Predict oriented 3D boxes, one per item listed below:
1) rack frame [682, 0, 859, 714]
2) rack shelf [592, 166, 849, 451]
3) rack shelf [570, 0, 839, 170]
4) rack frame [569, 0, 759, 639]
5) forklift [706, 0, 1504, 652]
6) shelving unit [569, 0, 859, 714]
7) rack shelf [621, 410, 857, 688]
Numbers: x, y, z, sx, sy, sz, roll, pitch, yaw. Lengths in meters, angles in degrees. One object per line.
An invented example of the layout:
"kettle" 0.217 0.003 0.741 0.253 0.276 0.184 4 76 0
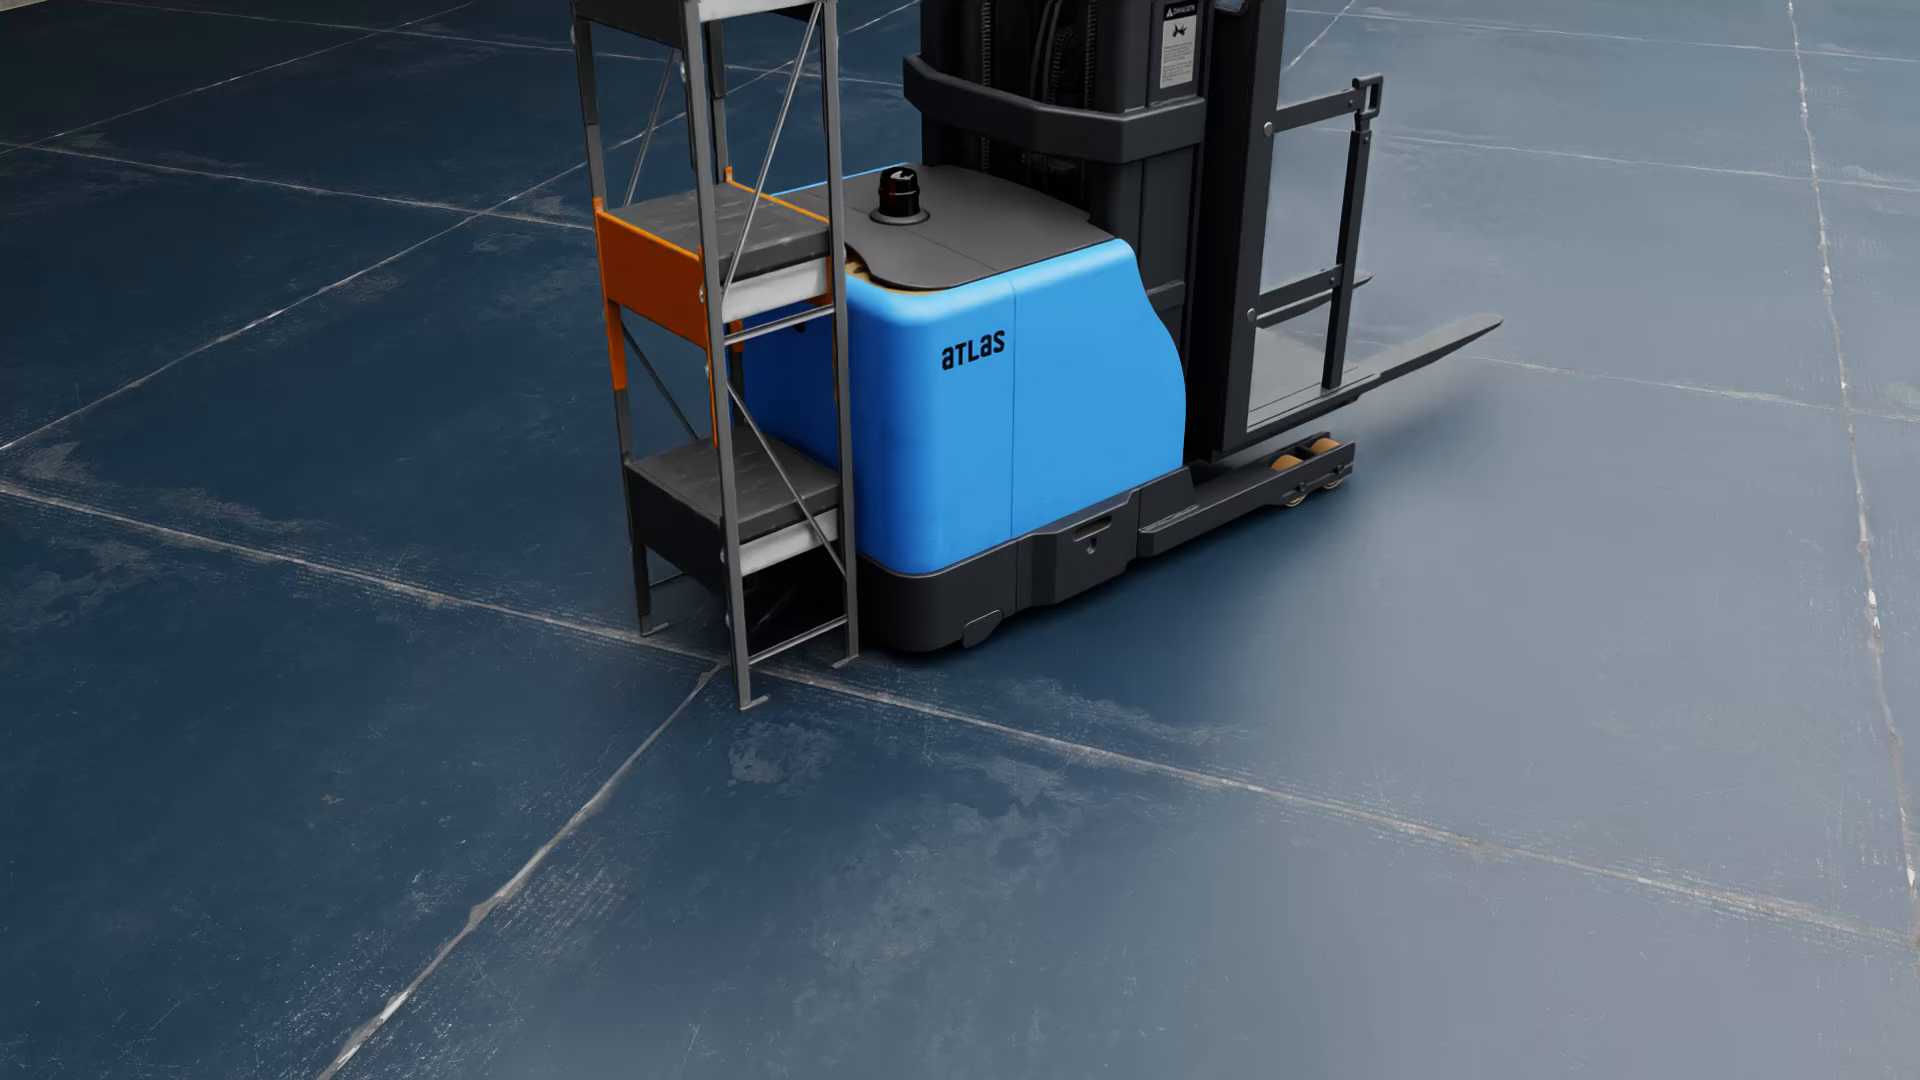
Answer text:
"rack frame" -0.437 -0.519 4.034 0.400 2.100 0.015 -23 37 -35
"rack shelf" -0.598 -0.597 4.200 0.431 0.518 0.480 -23 37 -35
"rack shelf" -0.598 -1.206 3.856 0.431 0.518 0.480 -23 37 -35
"rack frame" -0.759 -0.699 4.353 0.400 2.100 0.015 -23 37 -35
"forklift" 0.684 -1.562 5.034 3.031 2.935 1.130 -23 37 -34
"shelving unit" -0.598 -0.609 4.194 0.431 2.100 0.503 -23 37 -35
"rack shelf" -0.598 0.012 4.545 0.431 0.518 0.480 -23 37 -35
